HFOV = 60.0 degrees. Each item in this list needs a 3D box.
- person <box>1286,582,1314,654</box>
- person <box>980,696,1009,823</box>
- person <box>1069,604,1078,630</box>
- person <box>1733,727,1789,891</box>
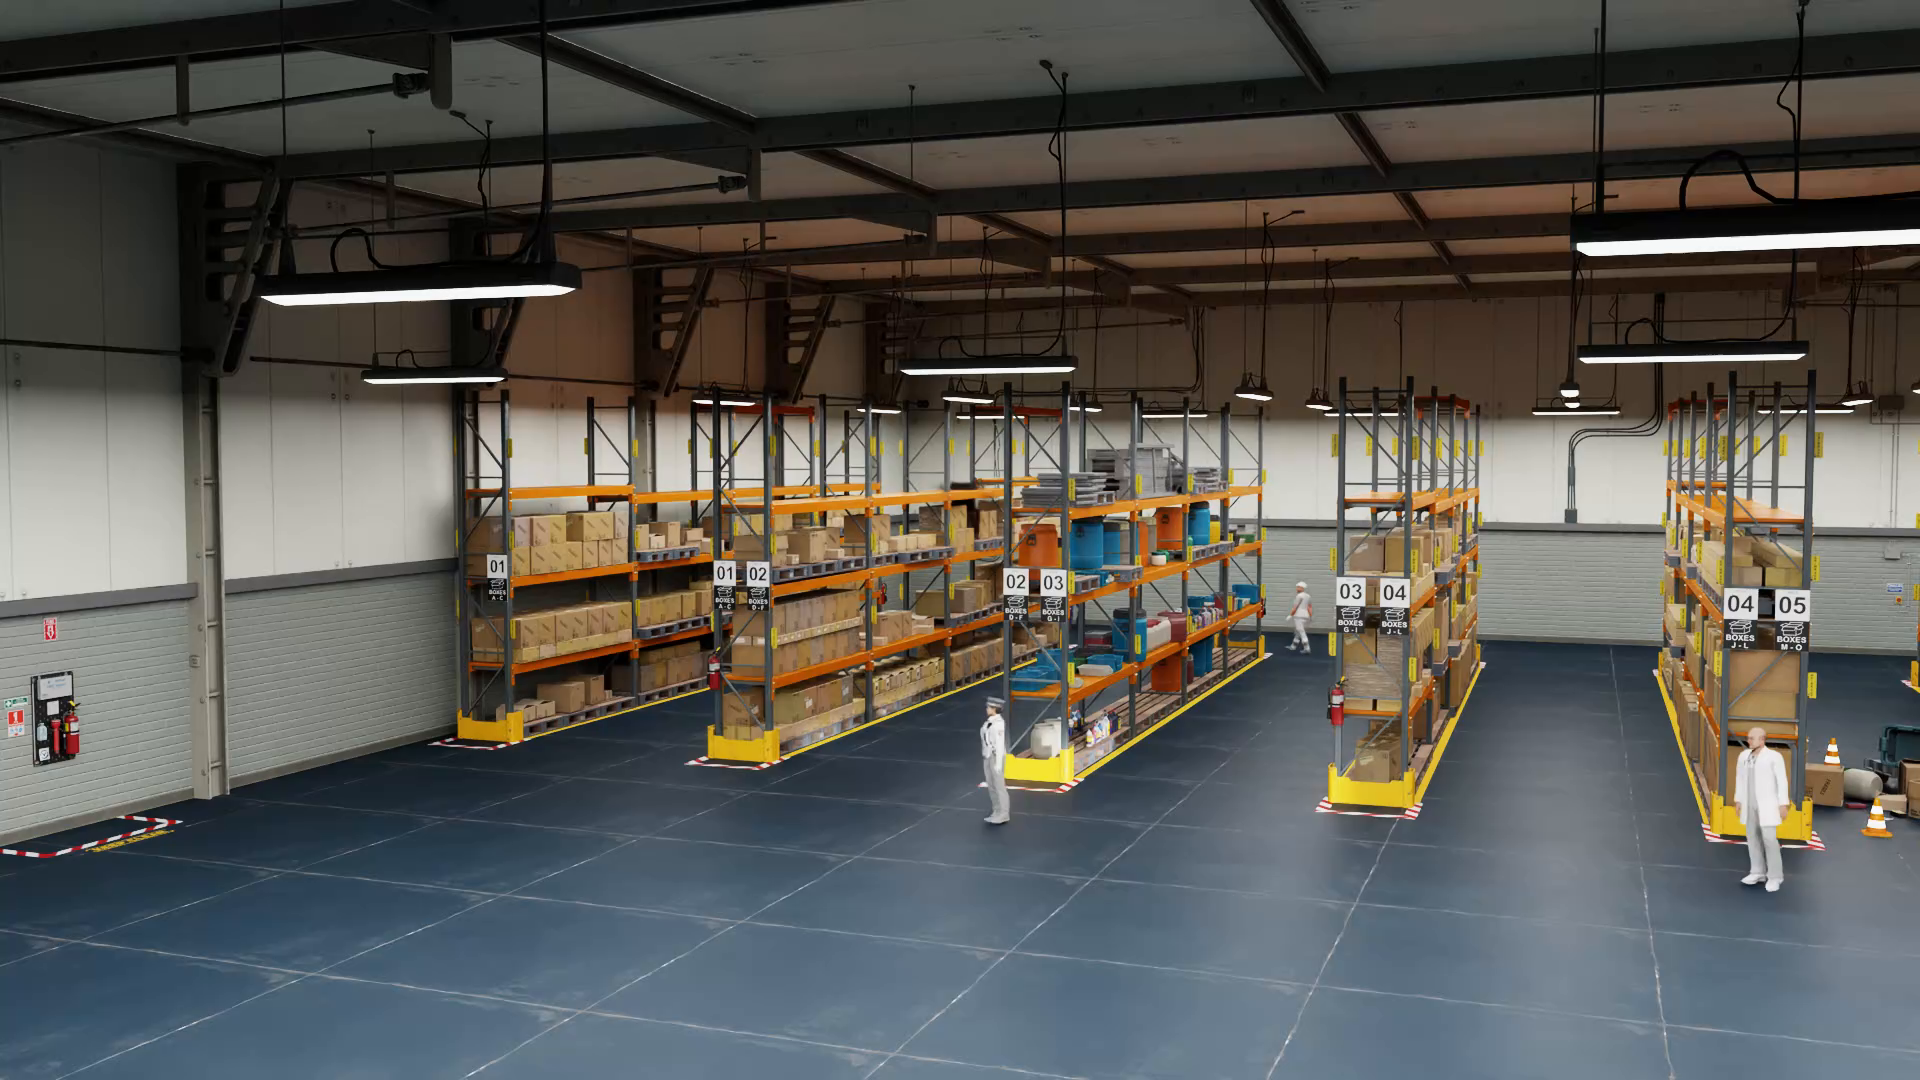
[{"bbox_3d":[8.289,1.888,40.596,0.719,1.745,1.051,-2,4,-29],"label":"person"},{"bbox_3d":[0.460,2.949,22.204,0.370,1.721,0.579,-1,3,-19],"label":"person"},{"bbox_3d":[3.180,1.647,46.138,0.610,1.651,0.392,-1,3,-11],"label":"person"},{"bbox_3d":[9.153,3.075,19.084,0.402,1.834,0.635,-2,4,-29],"label":"person"}]
